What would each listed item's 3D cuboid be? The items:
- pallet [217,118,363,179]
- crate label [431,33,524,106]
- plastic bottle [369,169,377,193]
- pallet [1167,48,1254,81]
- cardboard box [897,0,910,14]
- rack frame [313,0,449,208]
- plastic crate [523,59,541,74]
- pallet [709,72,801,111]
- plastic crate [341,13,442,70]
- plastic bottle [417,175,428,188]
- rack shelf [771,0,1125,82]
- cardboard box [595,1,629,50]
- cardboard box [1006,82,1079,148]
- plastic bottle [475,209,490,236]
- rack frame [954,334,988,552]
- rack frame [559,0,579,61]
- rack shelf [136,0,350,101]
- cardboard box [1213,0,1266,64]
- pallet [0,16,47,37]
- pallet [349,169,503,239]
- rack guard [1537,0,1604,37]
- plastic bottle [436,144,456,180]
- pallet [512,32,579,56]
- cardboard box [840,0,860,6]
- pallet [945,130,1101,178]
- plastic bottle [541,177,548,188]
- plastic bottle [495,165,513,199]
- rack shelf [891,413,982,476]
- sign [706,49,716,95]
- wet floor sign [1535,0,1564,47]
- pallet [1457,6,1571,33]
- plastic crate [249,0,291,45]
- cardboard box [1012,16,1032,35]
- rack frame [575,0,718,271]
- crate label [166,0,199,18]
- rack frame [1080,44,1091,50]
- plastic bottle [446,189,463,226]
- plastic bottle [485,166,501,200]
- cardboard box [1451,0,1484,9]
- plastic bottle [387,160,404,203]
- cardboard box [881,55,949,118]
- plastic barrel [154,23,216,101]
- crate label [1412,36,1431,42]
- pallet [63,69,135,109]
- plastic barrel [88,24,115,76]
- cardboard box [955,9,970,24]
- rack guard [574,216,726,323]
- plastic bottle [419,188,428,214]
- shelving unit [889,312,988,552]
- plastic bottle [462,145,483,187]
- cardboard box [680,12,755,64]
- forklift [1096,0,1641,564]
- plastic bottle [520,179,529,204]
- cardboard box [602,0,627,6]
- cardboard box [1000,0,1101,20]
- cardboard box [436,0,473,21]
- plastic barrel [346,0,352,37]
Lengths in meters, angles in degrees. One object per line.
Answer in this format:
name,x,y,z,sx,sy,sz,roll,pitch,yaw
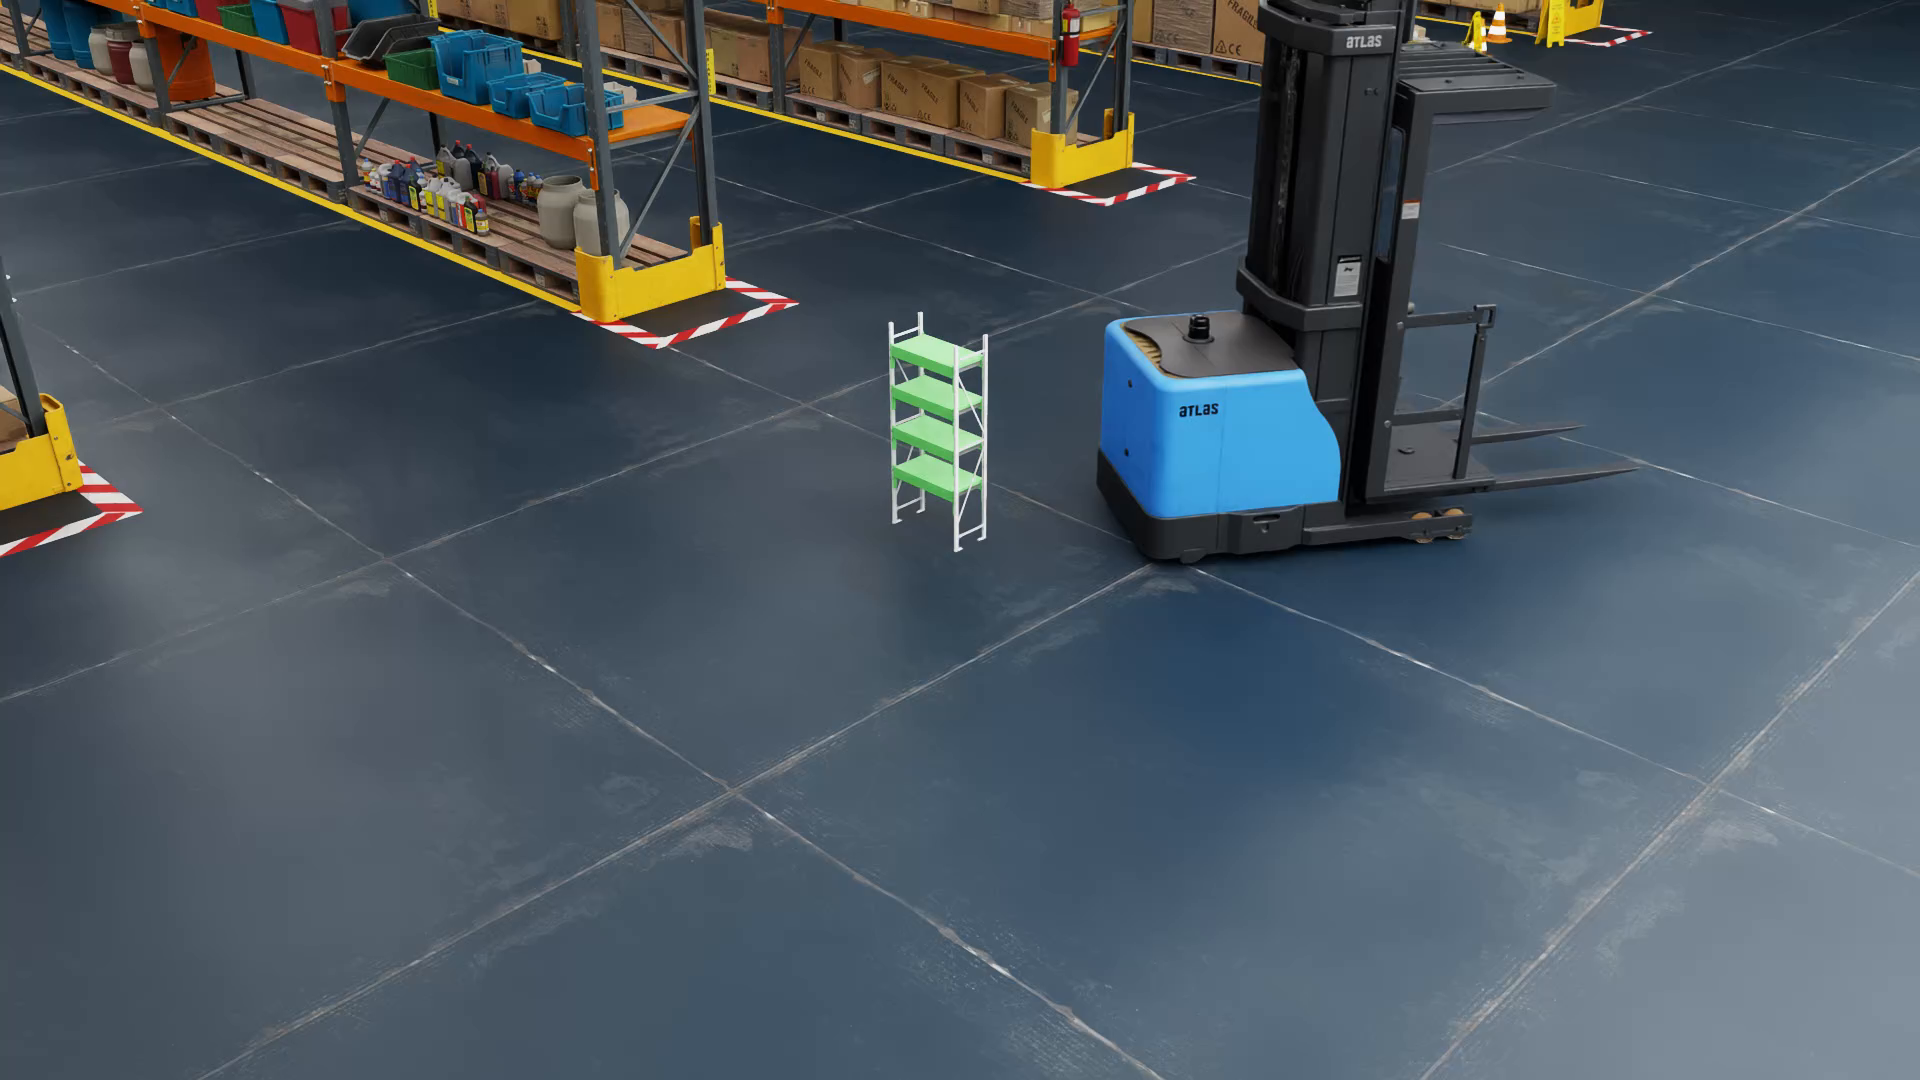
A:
pallet,-6.564,-3.876,16.394,1.213,0.211,1.003,25,36,38
crate label,-3.752,-3.690,13.006,0.616,0.435,0.502,25,36,38
plastic bottle,-5.110,-3.142,14.536,0.097,0.201,0.097,0,28,0
pallet,3.281,-5.819,20.089,1.213,0.211,1.003,25,36,38
cardboard box,-0.399,-5.279,16.337,0.250,0.149,0.380,25,36,38
rack frame,-5.103,-4.468,14.525,0.127,3.000,1.000,25,36,38
plastic crate,-3.767,-3.906,13.739,0.437,0.136,0.530,25,36,38
pallet,-2.186,-5.131,18.782,1.213,0.211,1.003,25,36,38
plastic crate,-4.818,-4.228,14.134,0.504,0.338,0.767,25,36,38
plastic bottle,-4.552,-2.957,14.110,0.097,0.271,0.097,0,28,0
rack shelf,-0.204,-5.141,16.577,4.000,0.370,1.077,25,36,38
cardboard box,-3.991,-6.294,20.209,0.500,0.500,0.700,22,35,36
cardboard box,0.789,-4.096,16.051,0.500,0.500,0.500,-18,33,-30
plastic bottle,-3.867,-2.573,13.455,0.097,0.201,0.097,0,28,0
rack frame,0.056,-0.505,8.922,0.015,1.200,0.240,25,36,38
rack frame,-4.482,-7.417,20.133,0.127,3.000,1.000,25,36,38
rack shelf,-6.529,-4.803,15.934,4.000,0.370,1.077,25,36,38
cardboard box,3.613,-6.151,19.557,0.875,0.875,0.875,24,36,38
pallet,-12.233,-6.470,21.327,1.213,0.211,1.003,25,36,38
pallet,-4.653,-3.001,14.731,1.213,0.211,1.003,25,36,38
rack guard,8.116,-7.014,22.052,0.348,0.500,1.175,25,36,38
plastic bottle,-4.542,-3.328,14.730,0.185,0.351,0.144,25,36,38
pallet,-4.992,-6.465,21.319,1.213,0.211,1.003,25,36,38
cardboard box,-0.986,-5.499,16.755,0.250,0.149,0.380,25,36,38
pallet,0.614,-3.874,16.391,1.213,0.211,1.003,25,36,38
plastic bottle,-3.473,-2.931,14.046,0.061,0.283,0.133,-25,36,-38
plastic bottle,-3.961,-3.121,14.416,0.152,0.276,0.135,-25,36,-38
rack shelf,-0.118,-0.529,9.103,0.480,0.148,0.258,25,36,38
sign,-1.861,-3.467,12.323,0.005,0.325,0.100,25,36,38
wet floor sign,7.555,-6.637,21.178,0.267,0.644,0.232,-13,30,-22
pallet,7.561,-7.163,22.646,1.213,0.211,1.003,25,36,38
plastic crate,-6.107,-4.718,15.017,0.575,0.384,0.392,25,36,38
cardboard box,0.696,-4.802,15.429,0.250,0.149,0.380,25,36,38
rack frame,-2.250,-3.163,12.043,0.127,3.000,1.000,25,36,38
crate label,-7.436,-5.375,16.212,0.616,0.435,0.502,25,36,38
rack frame,1.919,-7.725,20.719,0.127,3.000,1.000,25,36,38
plastic bottle,-4.127,-2.743,13.697,0.135,0.276,0.152,23,36,37
plastic bottle,-4.035,-3.089,14.347,0.133,0.283,0.061,25,36,38
cardboard box,7.041,-7.411,22.624,0.500,0.250,0.500,25,37,39
plastic bottle,-4.818,-3.090,14.276,0.144,0.351,0.185,-24,36,-38
cardboard box,-0.461,-4.687,17.175,0.500,0.500,0.500,21,34,34
plastic barrel,-8.316,-5.153,17.707,0.708,0.830,0.600,25,36,38
crate label,5.819,-6.298,21.080,0.298,0.136,0.250,7,29,13
pallet,-9.412,-5.181,18.876,1.213,0.211,1.003,25,36,38
plastic barrel,-9.586,-5.535,18.776,0.421,0.512,0.421,0,28,0
cardboard box,0.165,-5.049,15.898,0.250,0.149,0.380,25,36,38
rack guard,-2.337,-2.066,12.642,0.348,0.500,1.175,25,36,38
plastic bottle,-4.498,-2.862,14.004,0.097,0.201,0.097,0,28,0
shelving unit,-0.118,-0.585,9.073,0.503,1.200,0.258,25,36,38
plastic bottle,-4.304,-3.314,14.702,0.185,0.351,0.144,22,35,36
cardboard box,-2.779,-5.752,19.180,0.500,0.500,0.700,21,34,34
forklift,2.369,-1.514,8.979,3.031,2.935,1.130,-6,28,-11
plastic bottle,-3.711,-2.991,14.250,0.097,0.201,0.097,0,28,0
cardboard box,-3.984,-6.629,20.041,0.500,0.250,0.500,-24,36,-37
cardboard box,0.849,-5.171,15.435,0.500,0.500,0.875,25,36,38
cardboard box,-6.226,-7.474,22.074,0.875,0.875,1.225,23,36,37
plastic barrel,-5.631,-4.914,15.225,0.433,0.535,0.433,0,28,0
